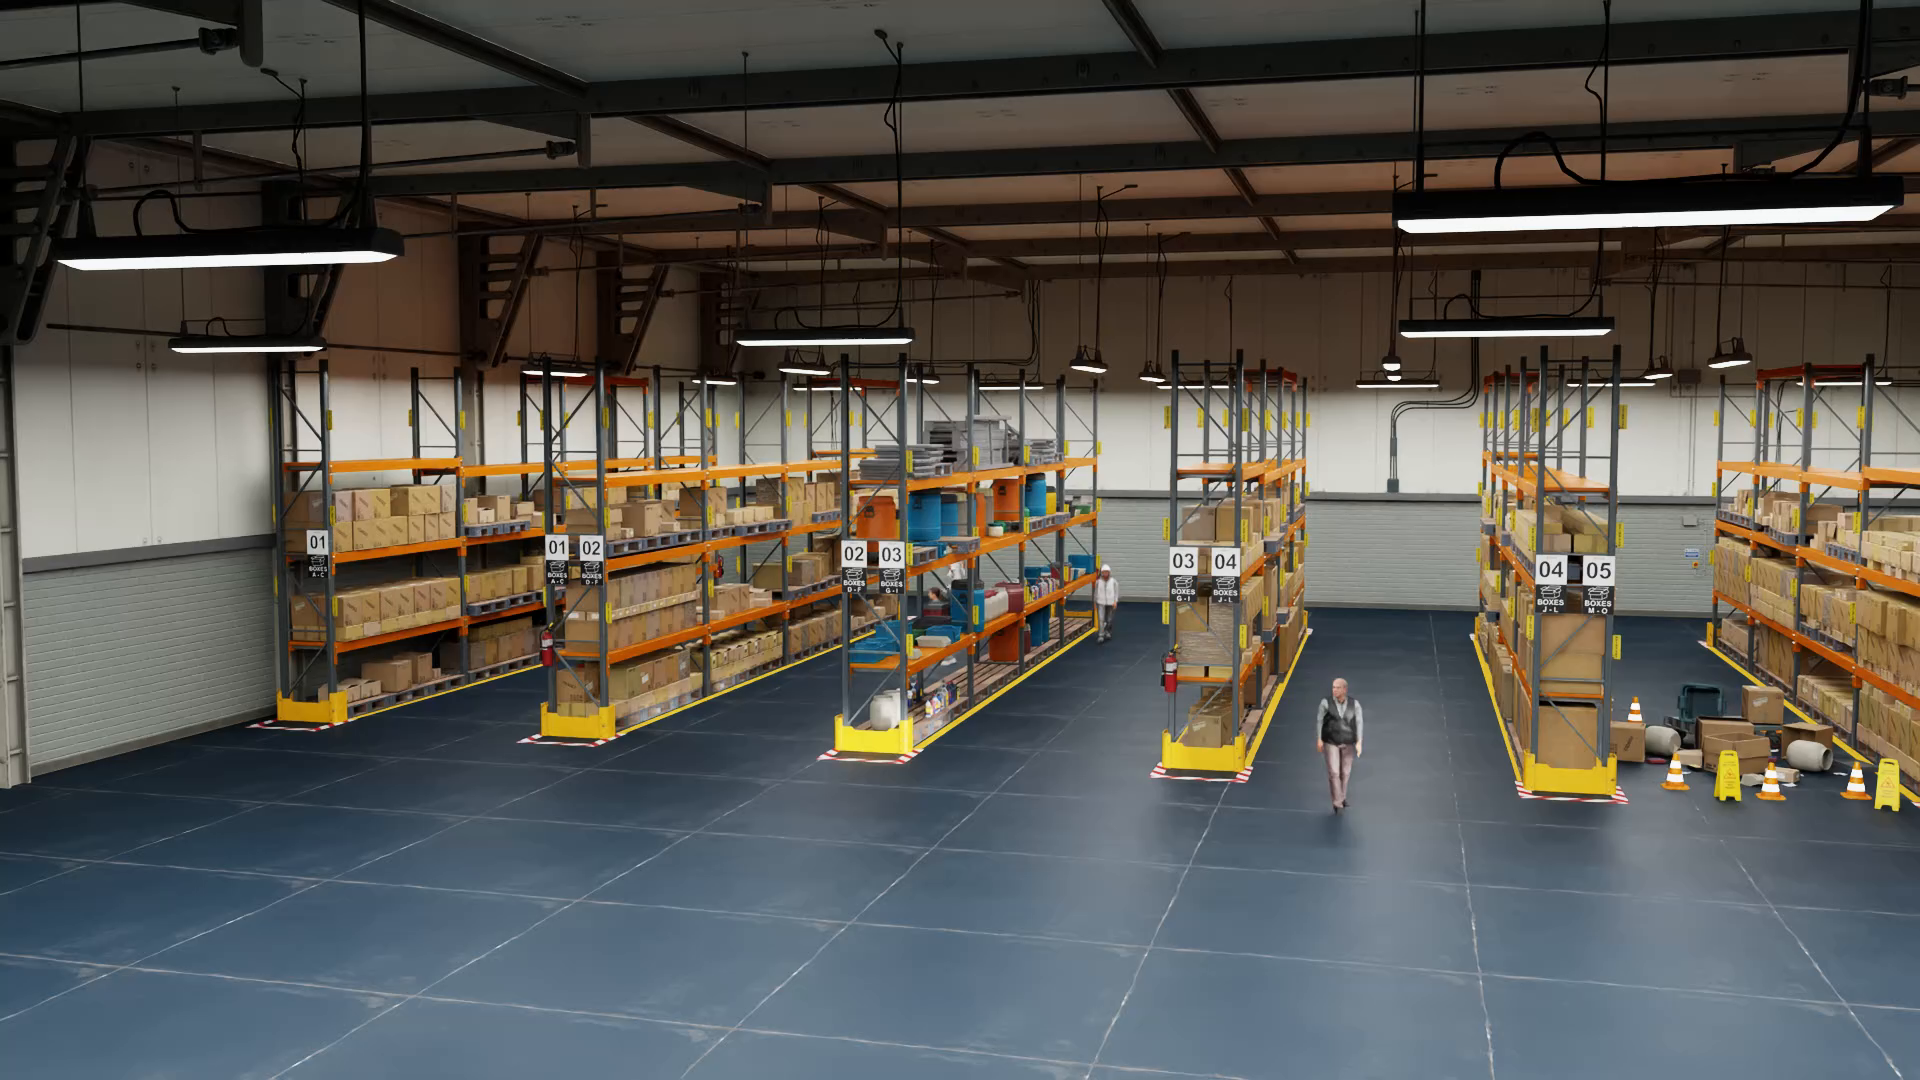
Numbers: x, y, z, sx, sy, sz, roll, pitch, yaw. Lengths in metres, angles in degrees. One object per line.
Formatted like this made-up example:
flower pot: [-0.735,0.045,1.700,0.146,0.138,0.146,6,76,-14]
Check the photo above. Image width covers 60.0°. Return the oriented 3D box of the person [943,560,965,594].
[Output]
person: [-0.177,0.931,45.622,0.746,1.464,0.522,3,5,35]

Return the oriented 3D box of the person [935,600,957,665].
person: [-0.553,1.791,32.265,0.983,1.277,0.432,1,4,12]

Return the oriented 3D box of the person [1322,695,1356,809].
person: [4.856,2.698,21.310,0.447,1.416,0.589,0,4,1]

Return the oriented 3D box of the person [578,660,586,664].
person: [-7.066,1.803,31.684,0.551,1.700,0.580,0,4,-6]

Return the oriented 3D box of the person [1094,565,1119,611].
person: [3.317,1.100,37.600,0.551,1.065,0.539,0,4,0]
